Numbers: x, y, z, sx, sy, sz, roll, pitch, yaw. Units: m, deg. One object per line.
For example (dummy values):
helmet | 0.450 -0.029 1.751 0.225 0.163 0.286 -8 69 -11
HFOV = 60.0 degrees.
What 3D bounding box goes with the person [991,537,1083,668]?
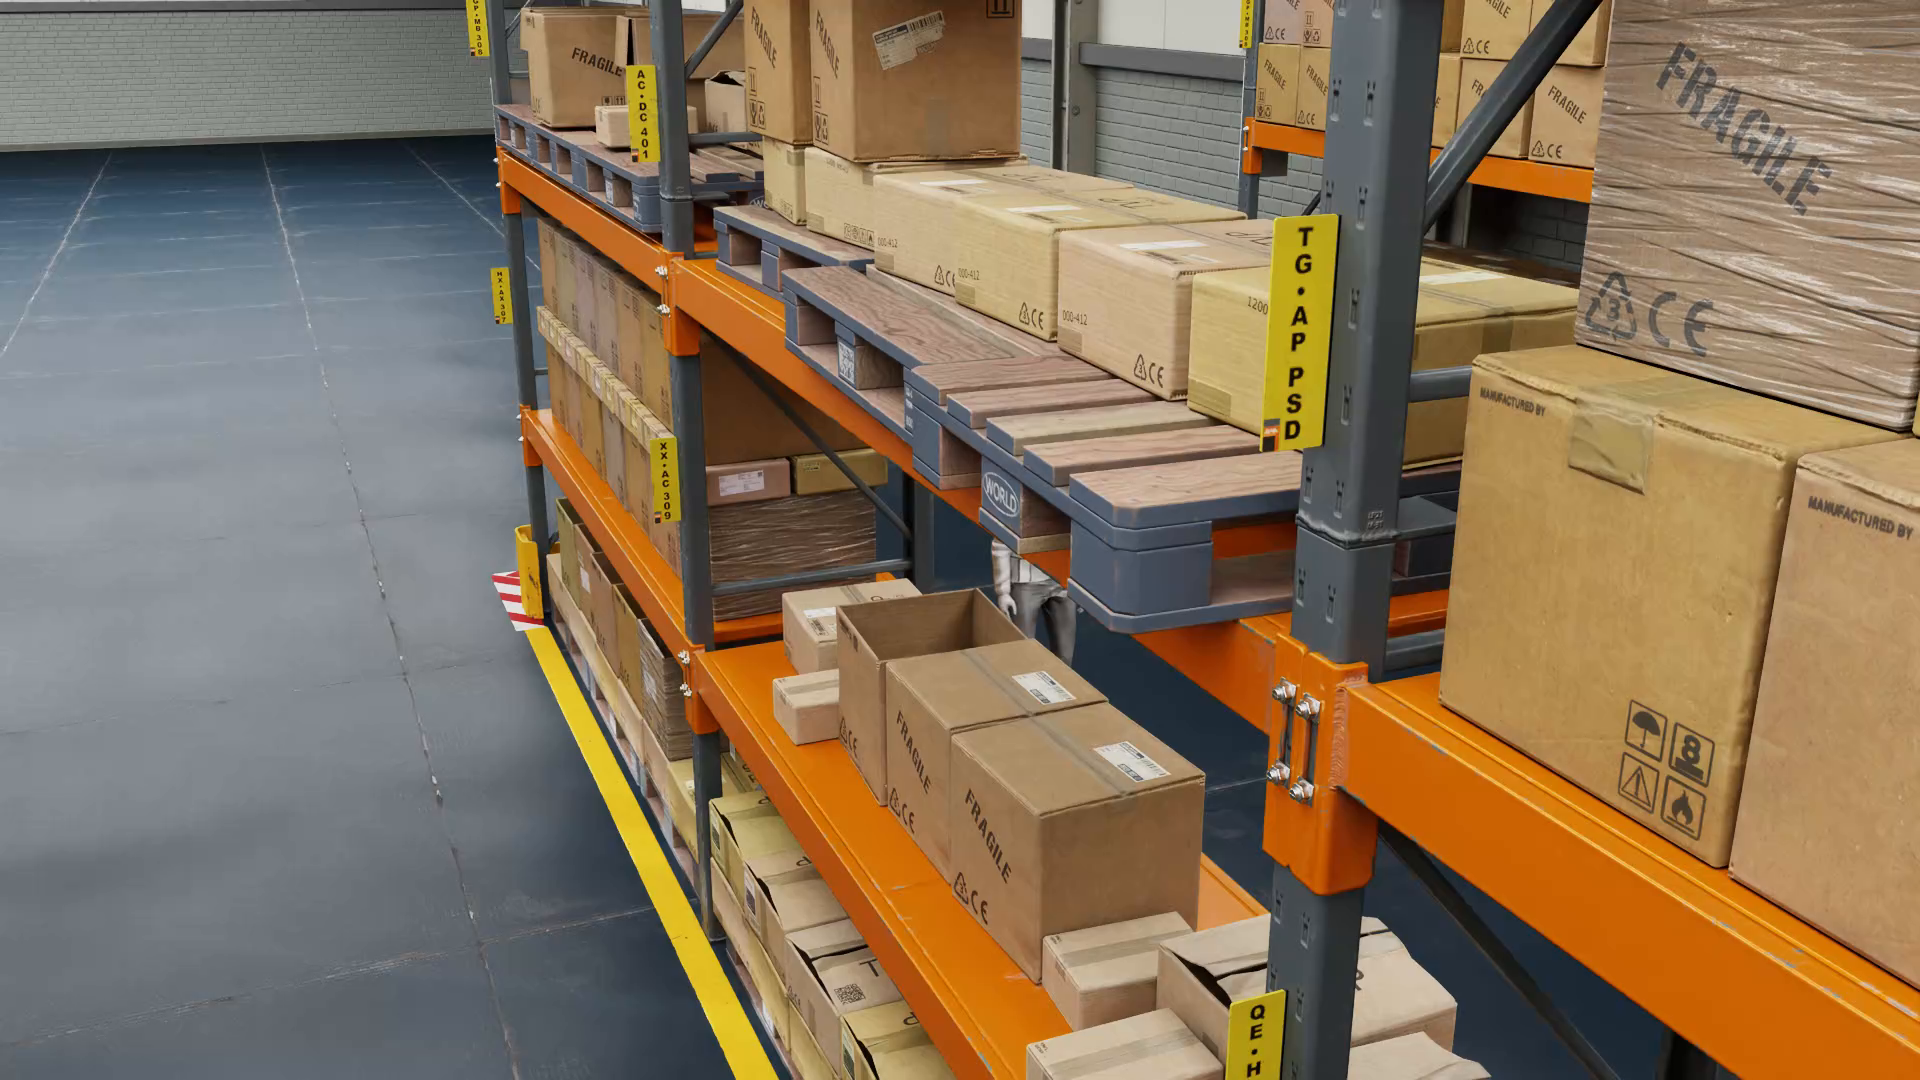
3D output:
person | 0.415 0.246 8.343 0.529 1.663 0.373 -8 20 -21
